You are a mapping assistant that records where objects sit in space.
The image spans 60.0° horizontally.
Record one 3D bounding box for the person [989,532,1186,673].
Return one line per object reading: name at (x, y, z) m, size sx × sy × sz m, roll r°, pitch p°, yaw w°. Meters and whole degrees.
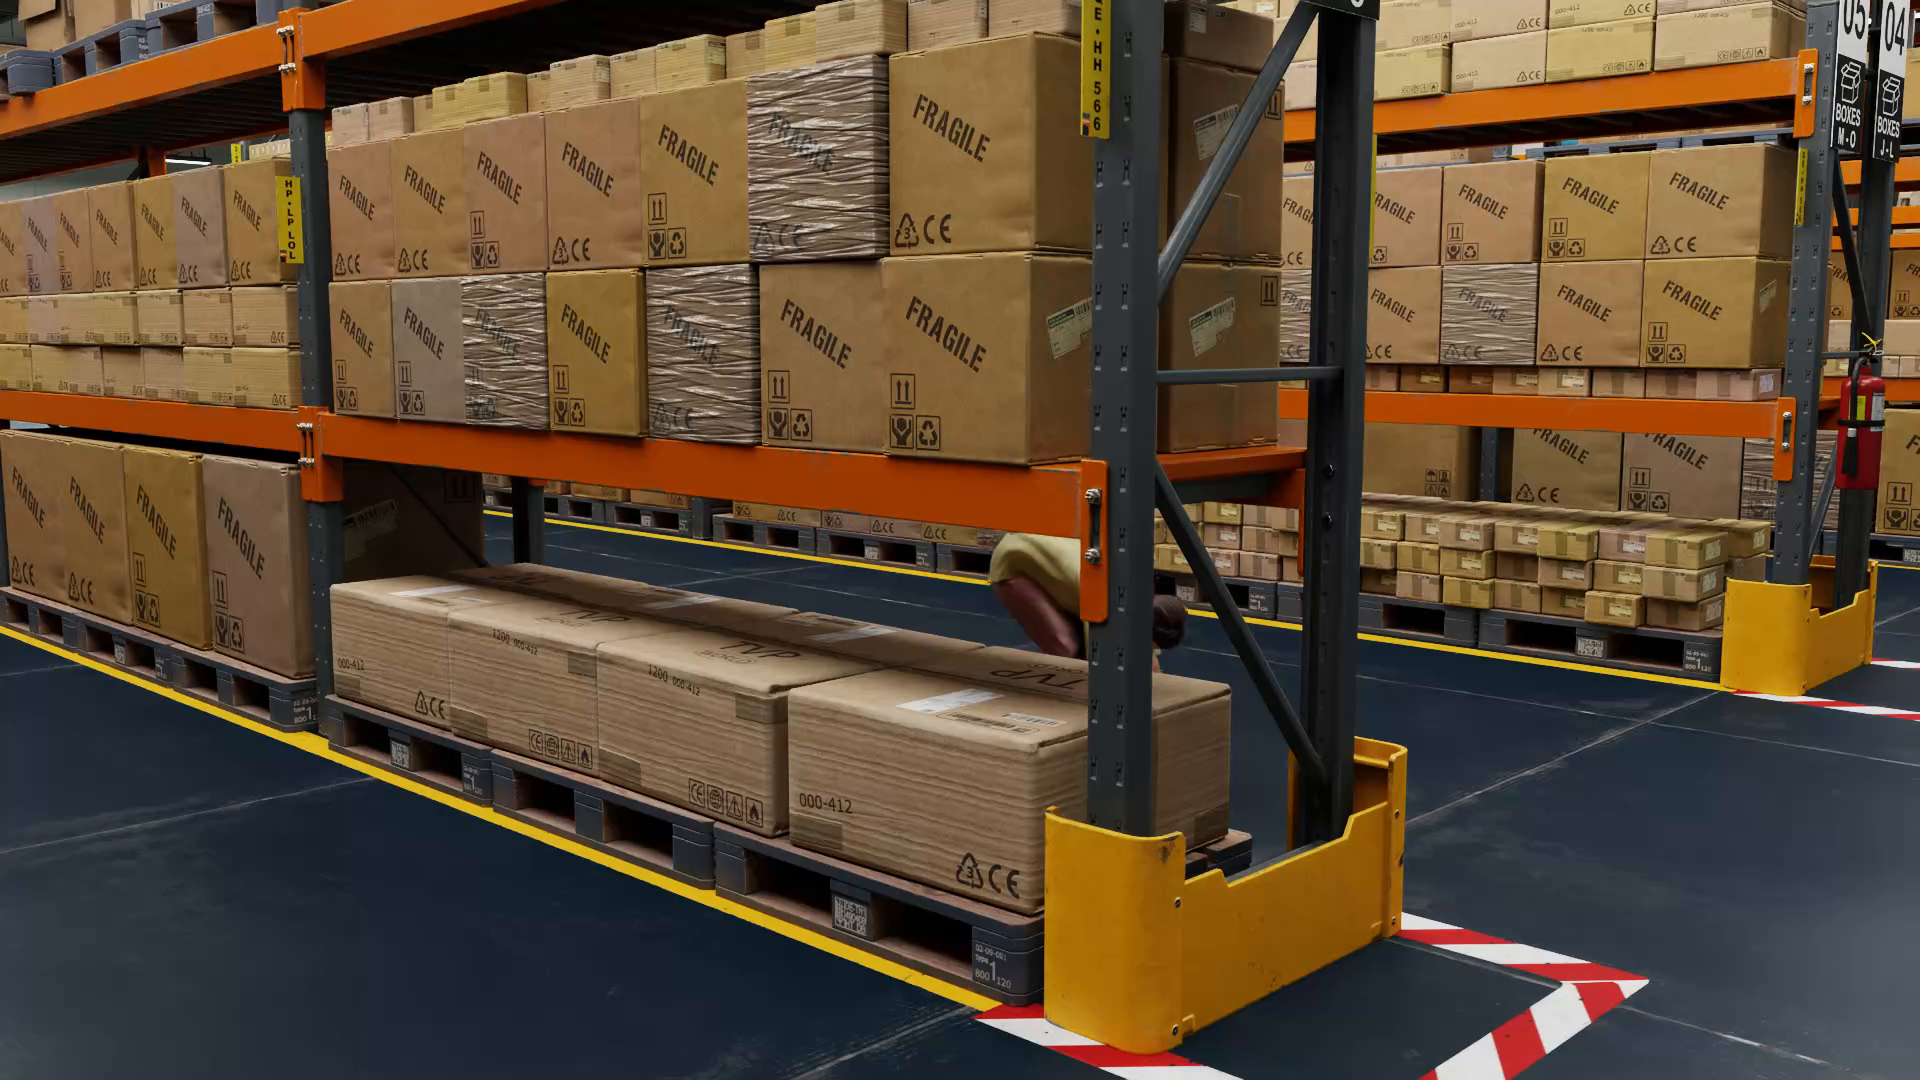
person at (0.494, 0.428, 6.247) m, size 0.847 × 0.829 × 0.465 m, roll 6°, pitch 10°, yaw 42°
